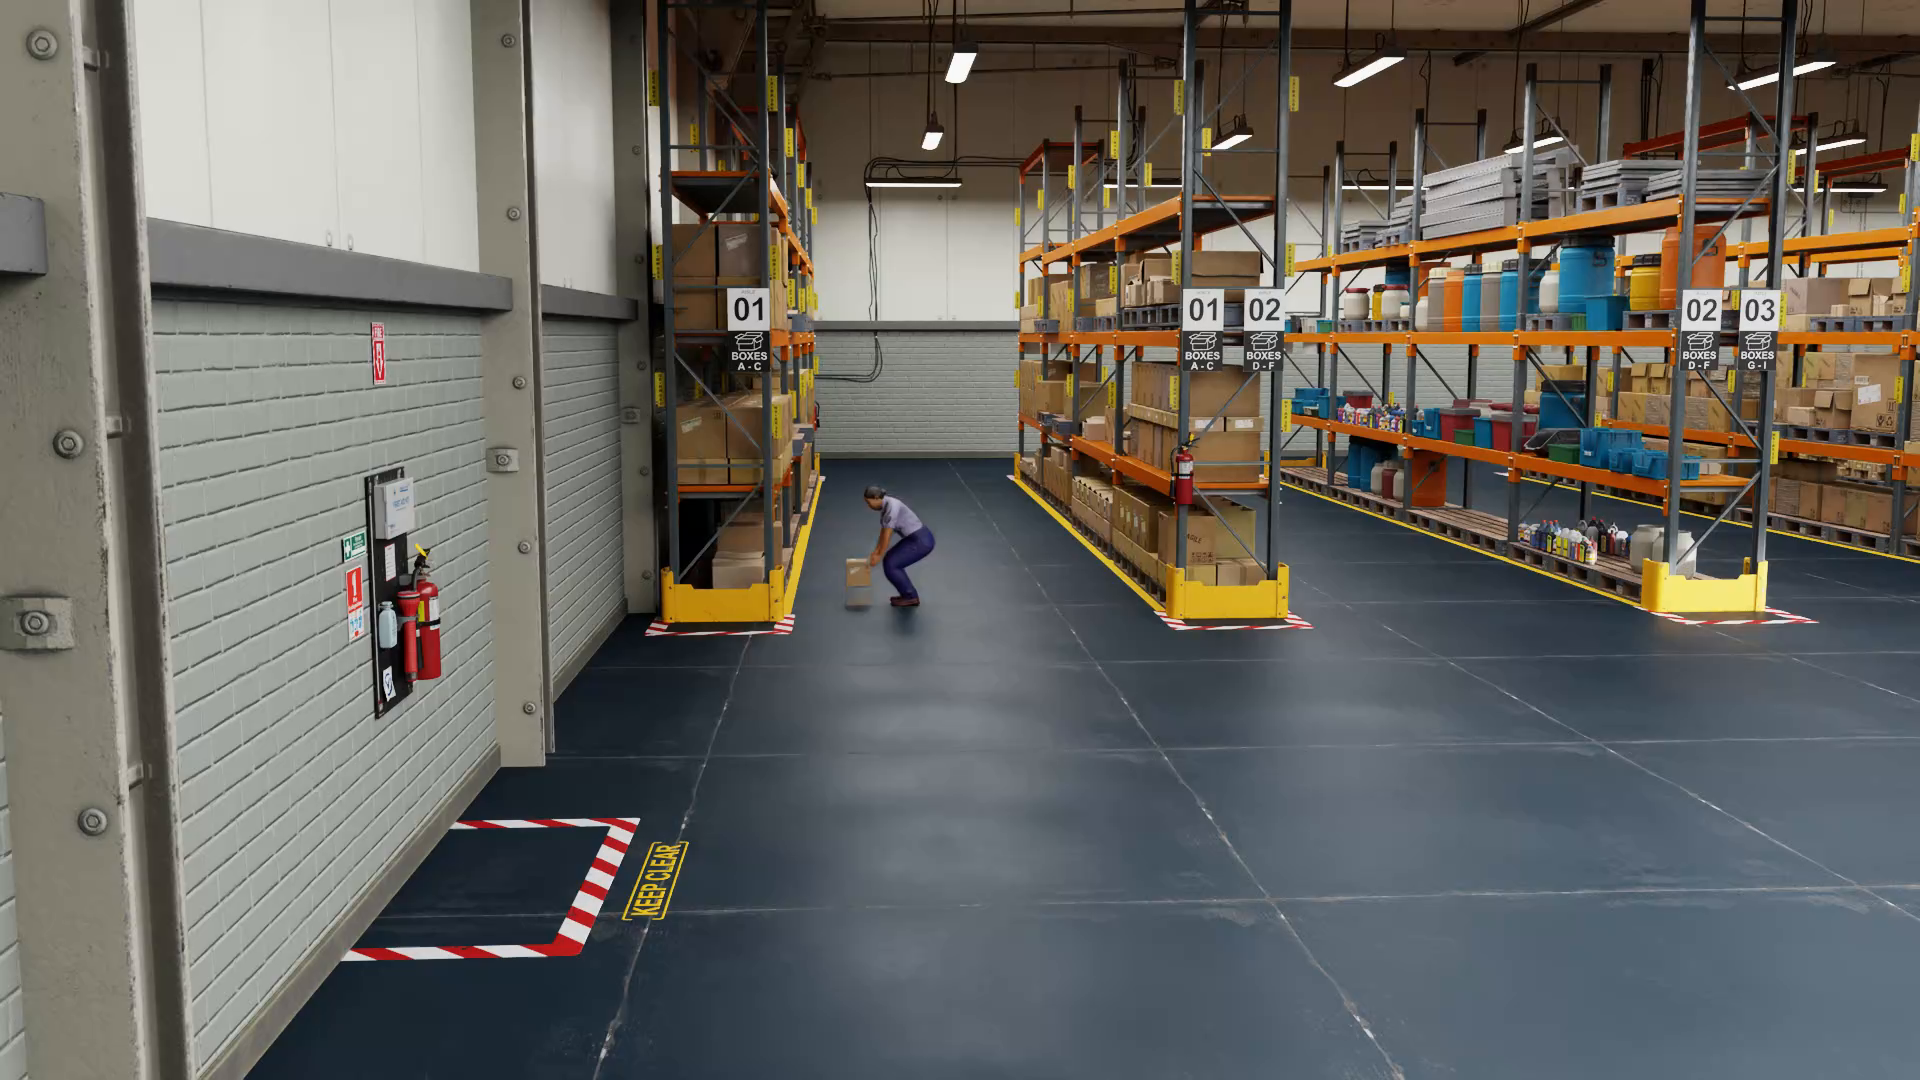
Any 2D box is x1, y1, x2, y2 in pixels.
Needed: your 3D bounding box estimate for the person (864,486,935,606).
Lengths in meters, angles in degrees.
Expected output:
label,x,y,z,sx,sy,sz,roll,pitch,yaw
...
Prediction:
label,x,y,z,sx,sy,sz,roll,pitch,yaw
person,-0.621,0.054,17.135,0.727,1.228,0.540,0,7,-4
